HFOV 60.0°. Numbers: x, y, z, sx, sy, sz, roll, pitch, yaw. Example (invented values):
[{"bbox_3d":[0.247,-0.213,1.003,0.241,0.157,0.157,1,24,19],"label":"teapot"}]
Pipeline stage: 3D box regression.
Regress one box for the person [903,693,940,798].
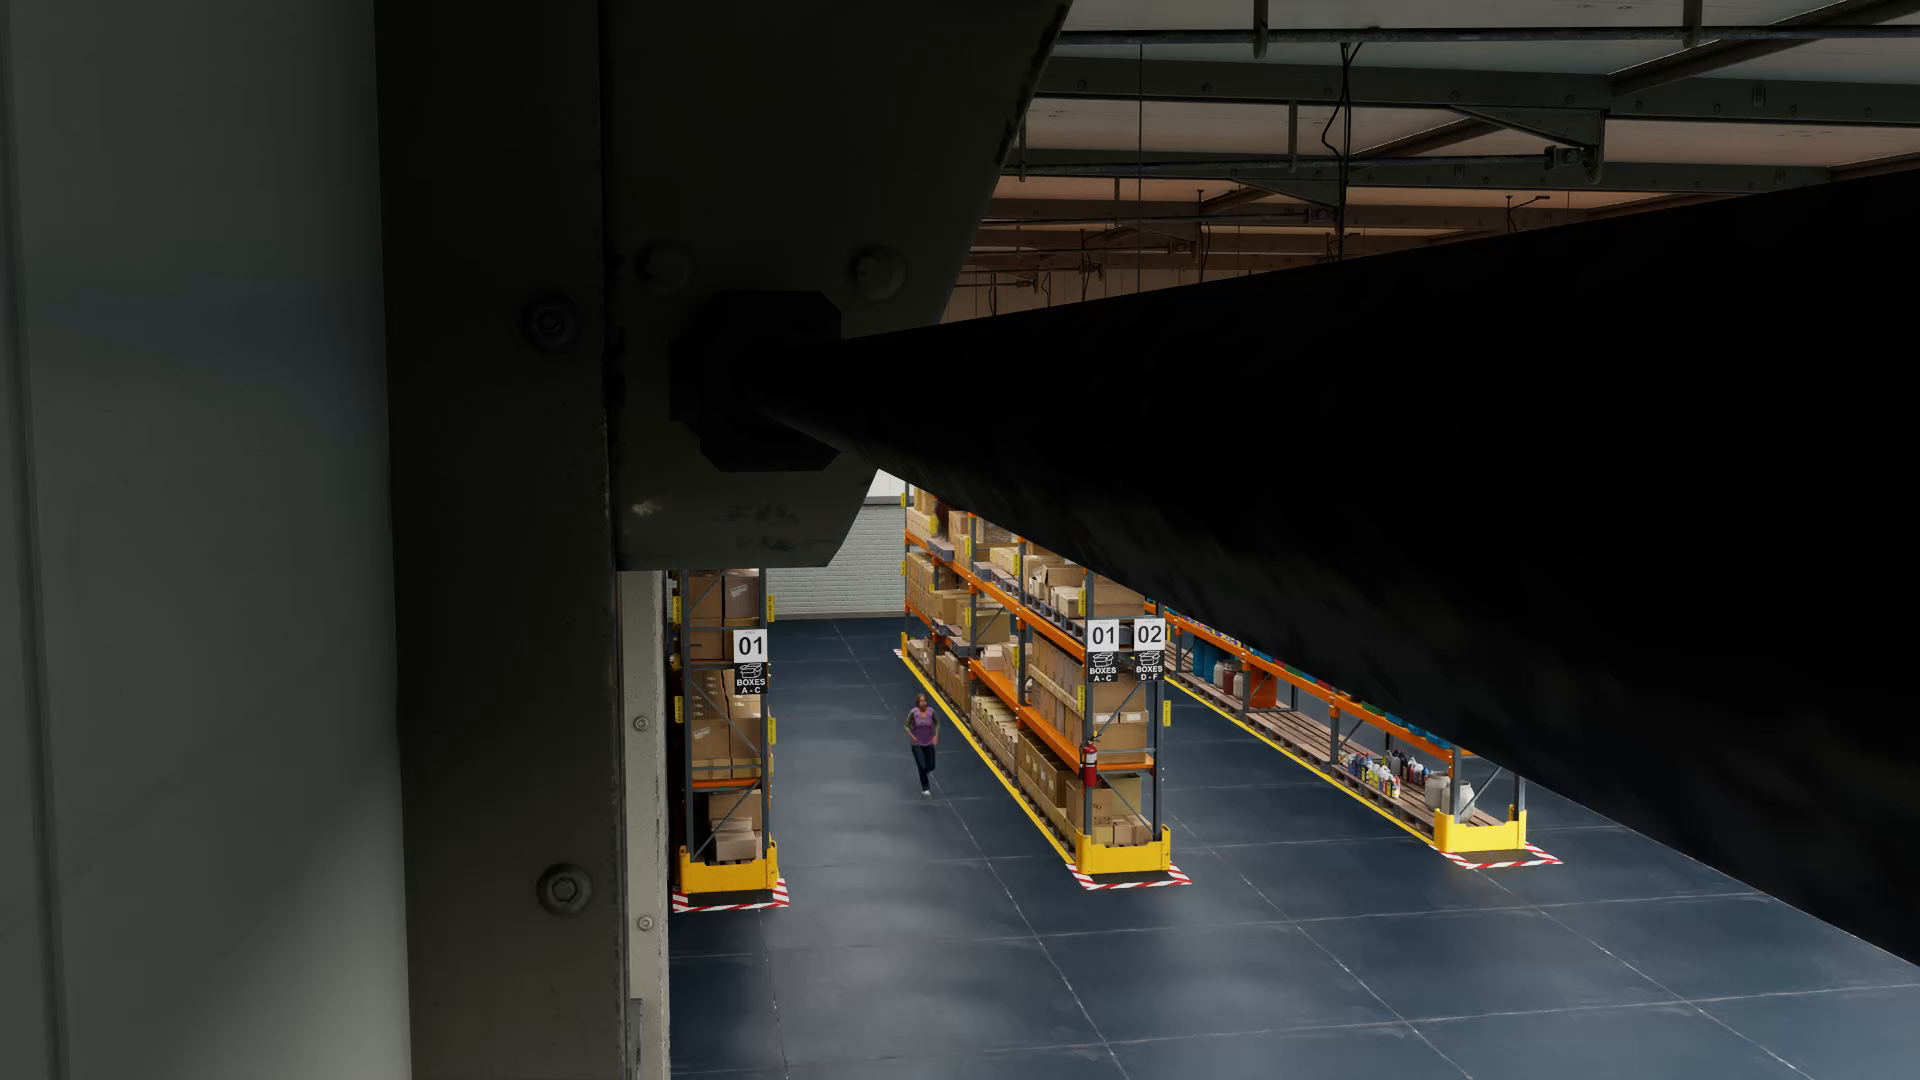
[{"bbox_3d":[-0.561,3.022,24.583,0.551,1.558,0.534,-1,6,-11],"label":"person"}]
